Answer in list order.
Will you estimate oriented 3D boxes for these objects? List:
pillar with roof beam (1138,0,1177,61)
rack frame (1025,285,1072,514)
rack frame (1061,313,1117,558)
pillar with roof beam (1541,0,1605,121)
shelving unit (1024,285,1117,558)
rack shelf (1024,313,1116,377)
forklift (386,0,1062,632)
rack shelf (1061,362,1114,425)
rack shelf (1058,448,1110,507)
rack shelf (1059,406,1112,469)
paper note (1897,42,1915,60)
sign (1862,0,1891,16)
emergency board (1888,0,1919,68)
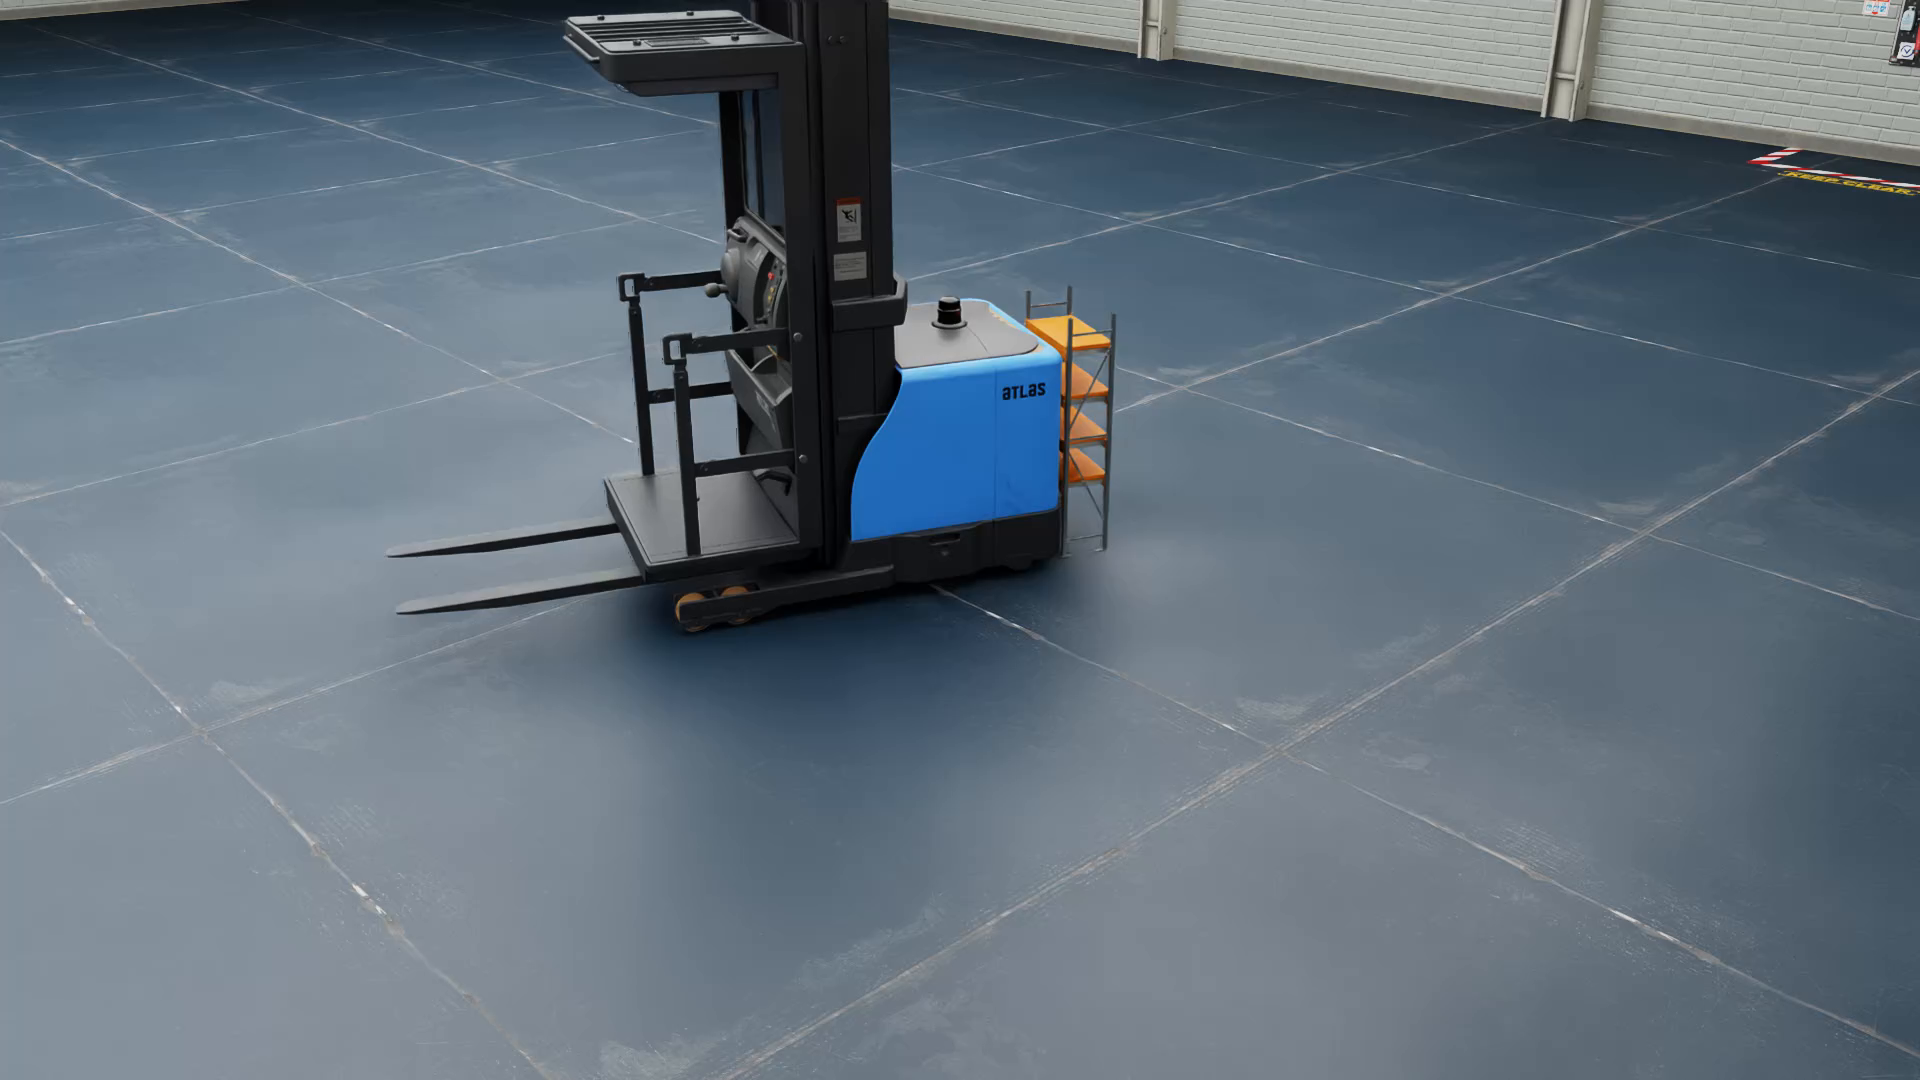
[{"bbox_3d":[-0.479,-9.429,18.077,9.100,9.000,0.400,-21,32,-38],"label":"pillar with roof beam"},{"bbox_3d":[0.430,-0.669,8.271,0.240,1.200,0.015,-9,26,-19],"label":"rack frame"},{"bbox_3d":[0.605,-0.480,7.857,0.240,1.200,0.015,-9,26,-19],"label":"rack frame"},{"bbox_3d":[3.621,-7.611,14.092,9.100,9.000,0.400,-21,32,-38],"label":"pillar with roof beam"},{"bbox_3d":[0.517,-0.575,8.064,0.258,1.200,0.503,-9,26,-19],"label":"shelving unit"},{"bbox_3d":[0.518,-0.932,7.901,0.258,0.148,0.480,-9,26,-19],"label":"rack shelf"},{"bbox_3d":[-1.092,-1.176,7.297,3.031,2.935,1.130,-9,26,-19],"label":"forklift"},{"bbox_3d":[0.517,-0.717,7.999,0.258,0.148,0.480,-9,26,-19],"label":"rack shelf"},{"bbox_3d":[0.517,-0.333,8.174,0.258,0.148,0.480,-9,26,-19],"label":"rack shelf"},{"bbox_3d":[0.517,-0.513,8.092,0.258,0.148,0.480,-9,26,-19],"label":"rack shelf"},{"bbox_3d":[9.133,-4.717,16.038,0.016,0.148,0.142,-21,32,-38],"label":"paper note"},{"bbox_3d":[8.901,-5.258,16.118,0.001,0.329,0.234,-21,32,-38],"label":"sign"},{"bbox_3d":[9.211,-5.053,15.712,0.157,1.169,0.626,-21,32,-38],"label":"emergency board"}]
